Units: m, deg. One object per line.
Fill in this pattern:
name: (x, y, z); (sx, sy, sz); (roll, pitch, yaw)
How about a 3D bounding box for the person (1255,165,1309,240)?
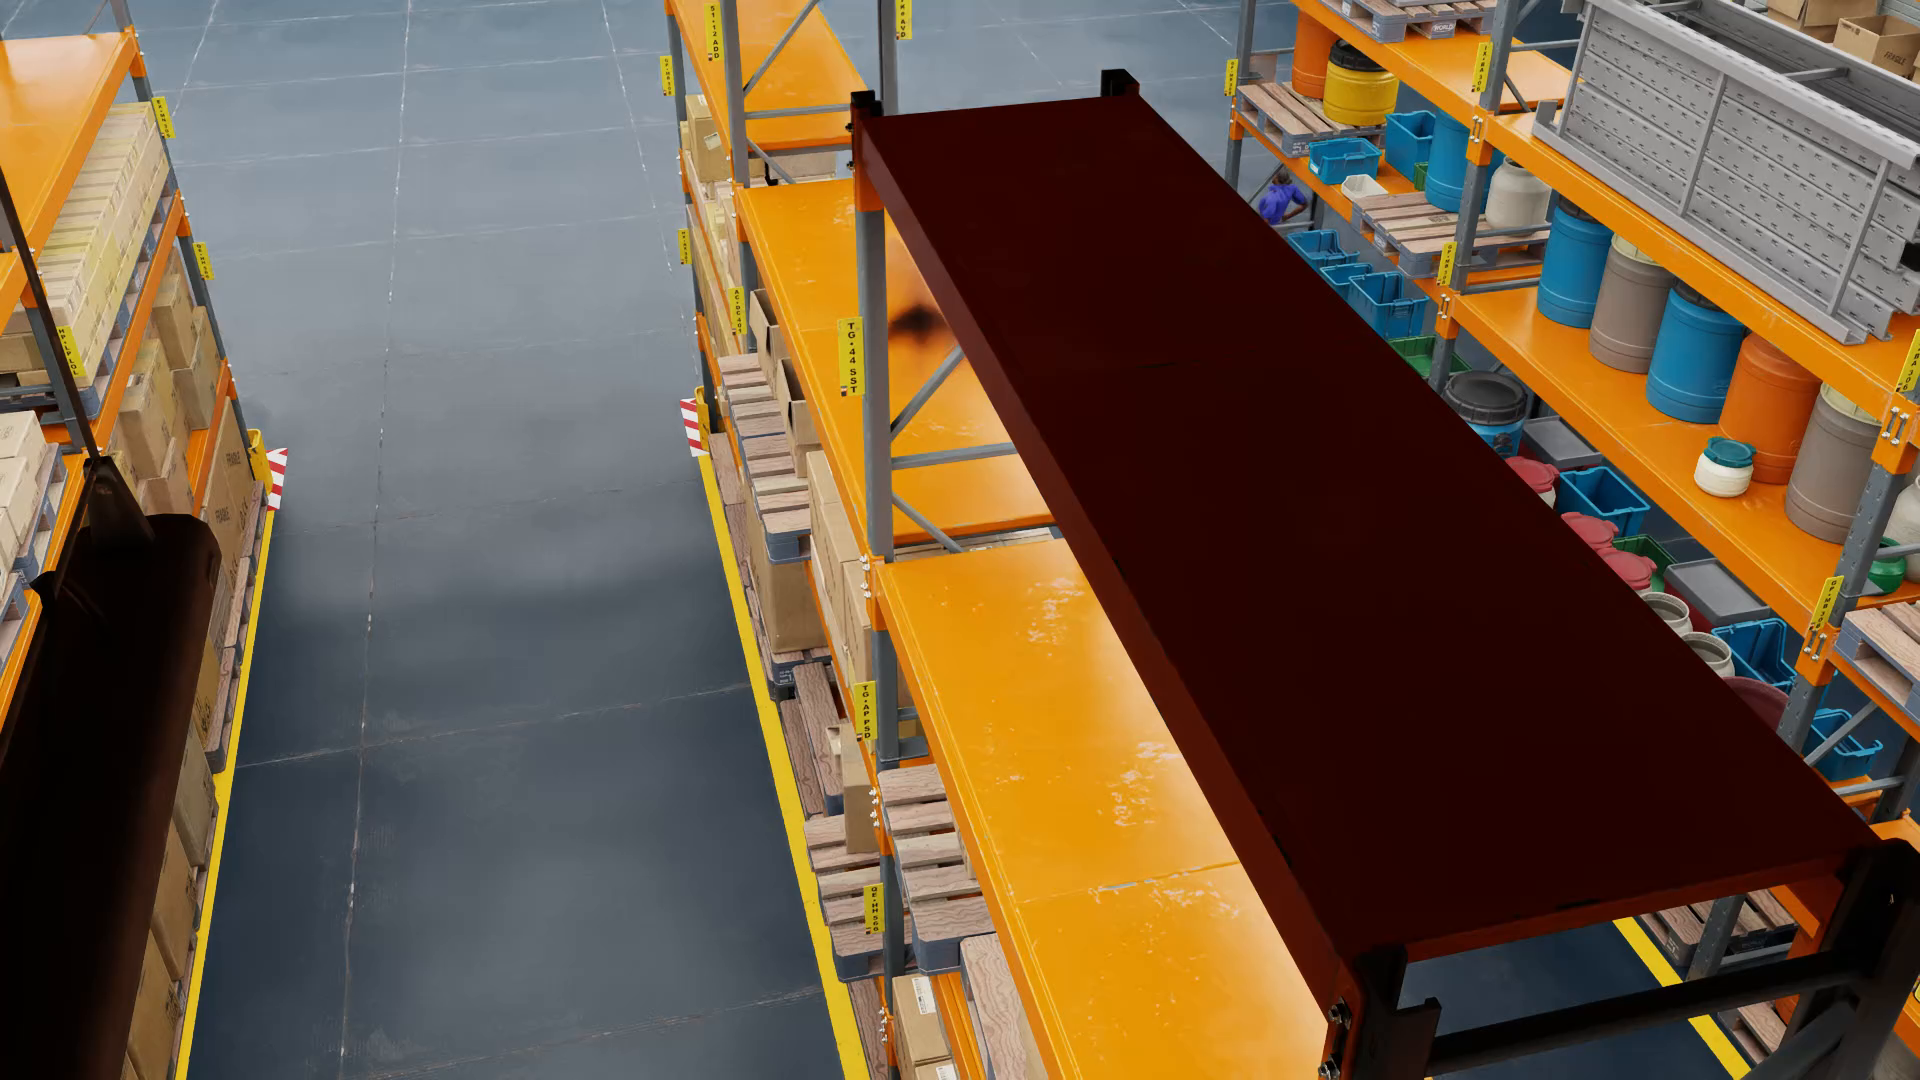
person: (3.202, -3.098, 17.163); (0.854, 1.679, 0.621); (17, 38, 23)
